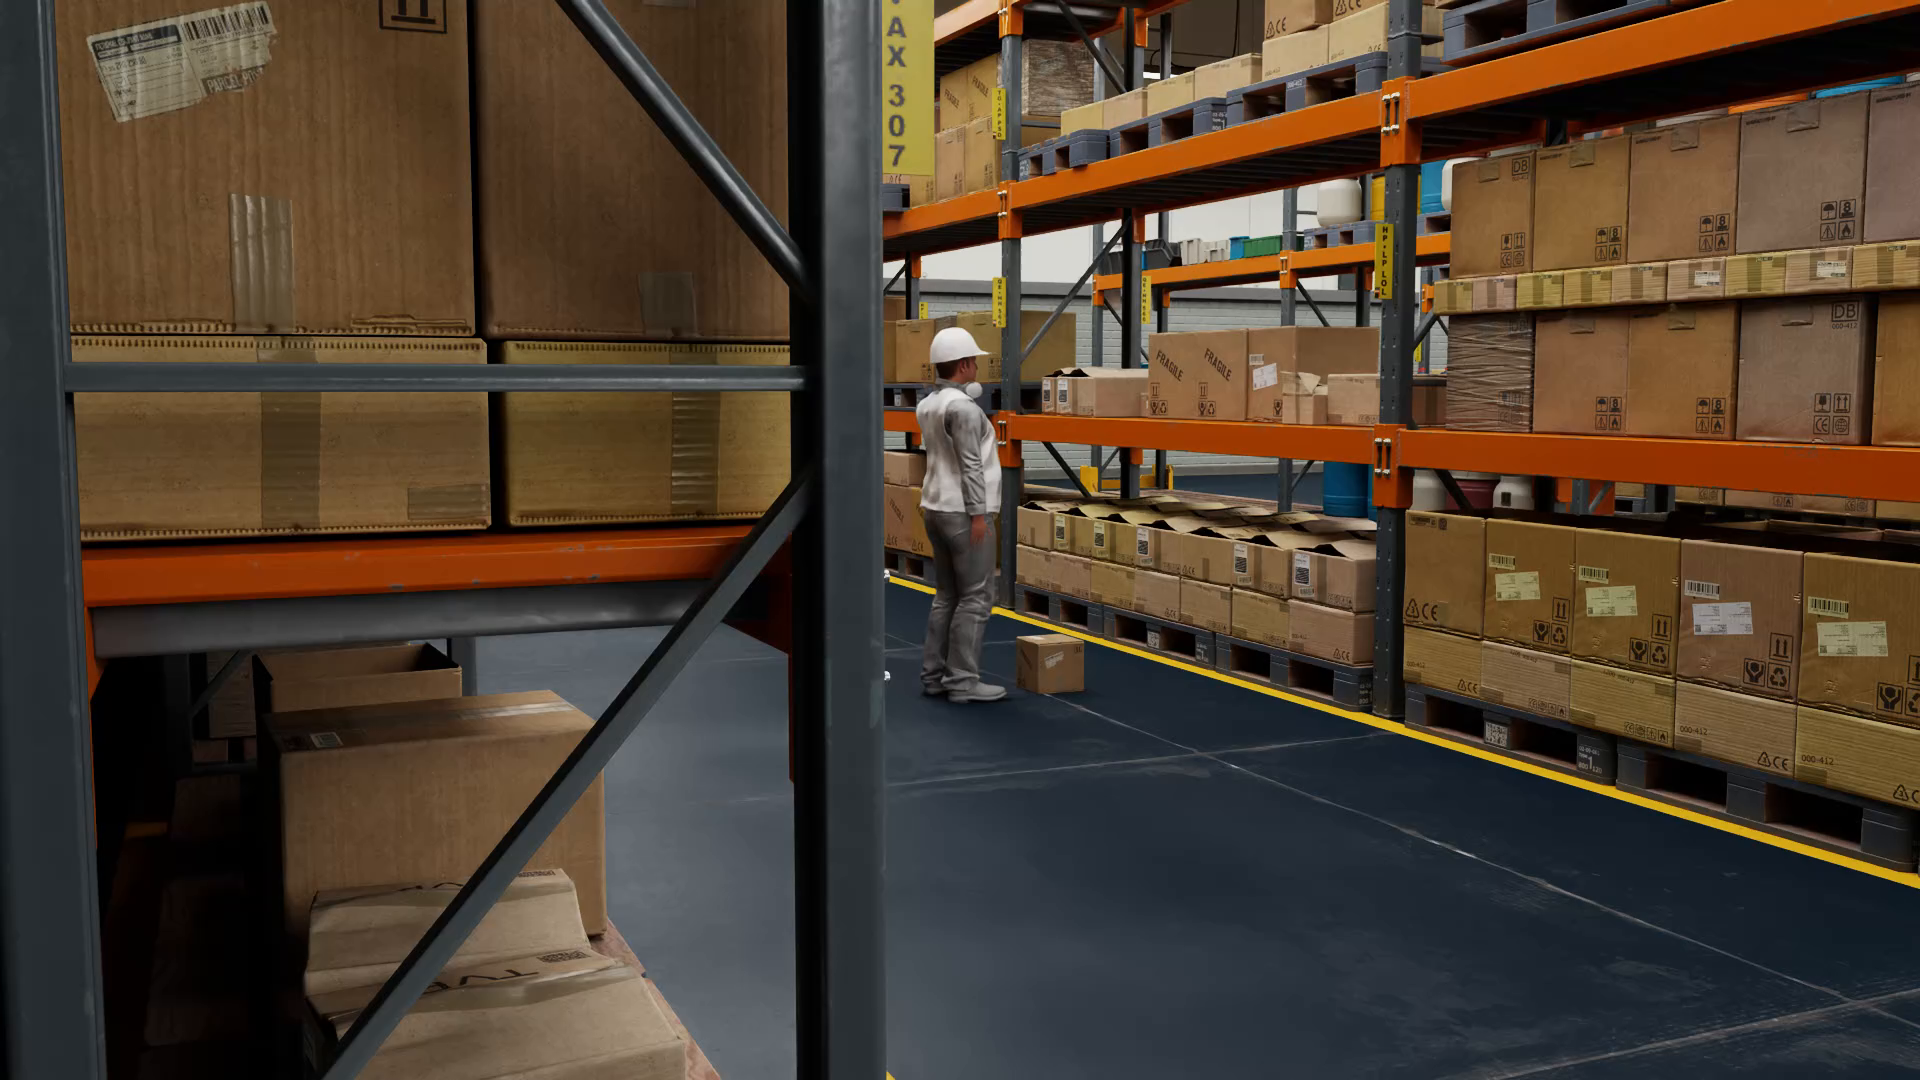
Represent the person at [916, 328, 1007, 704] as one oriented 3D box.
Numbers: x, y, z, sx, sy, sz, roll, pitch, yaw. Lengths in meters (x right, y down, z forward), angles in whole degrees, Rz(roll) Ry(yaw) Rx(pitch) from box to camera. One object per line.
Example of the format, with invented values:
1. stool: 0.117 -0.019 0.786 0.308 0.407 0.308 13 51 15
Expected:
1. person: 0.003 -0.124 7.975 0.358 1.772 0.532 -2 6 -22
